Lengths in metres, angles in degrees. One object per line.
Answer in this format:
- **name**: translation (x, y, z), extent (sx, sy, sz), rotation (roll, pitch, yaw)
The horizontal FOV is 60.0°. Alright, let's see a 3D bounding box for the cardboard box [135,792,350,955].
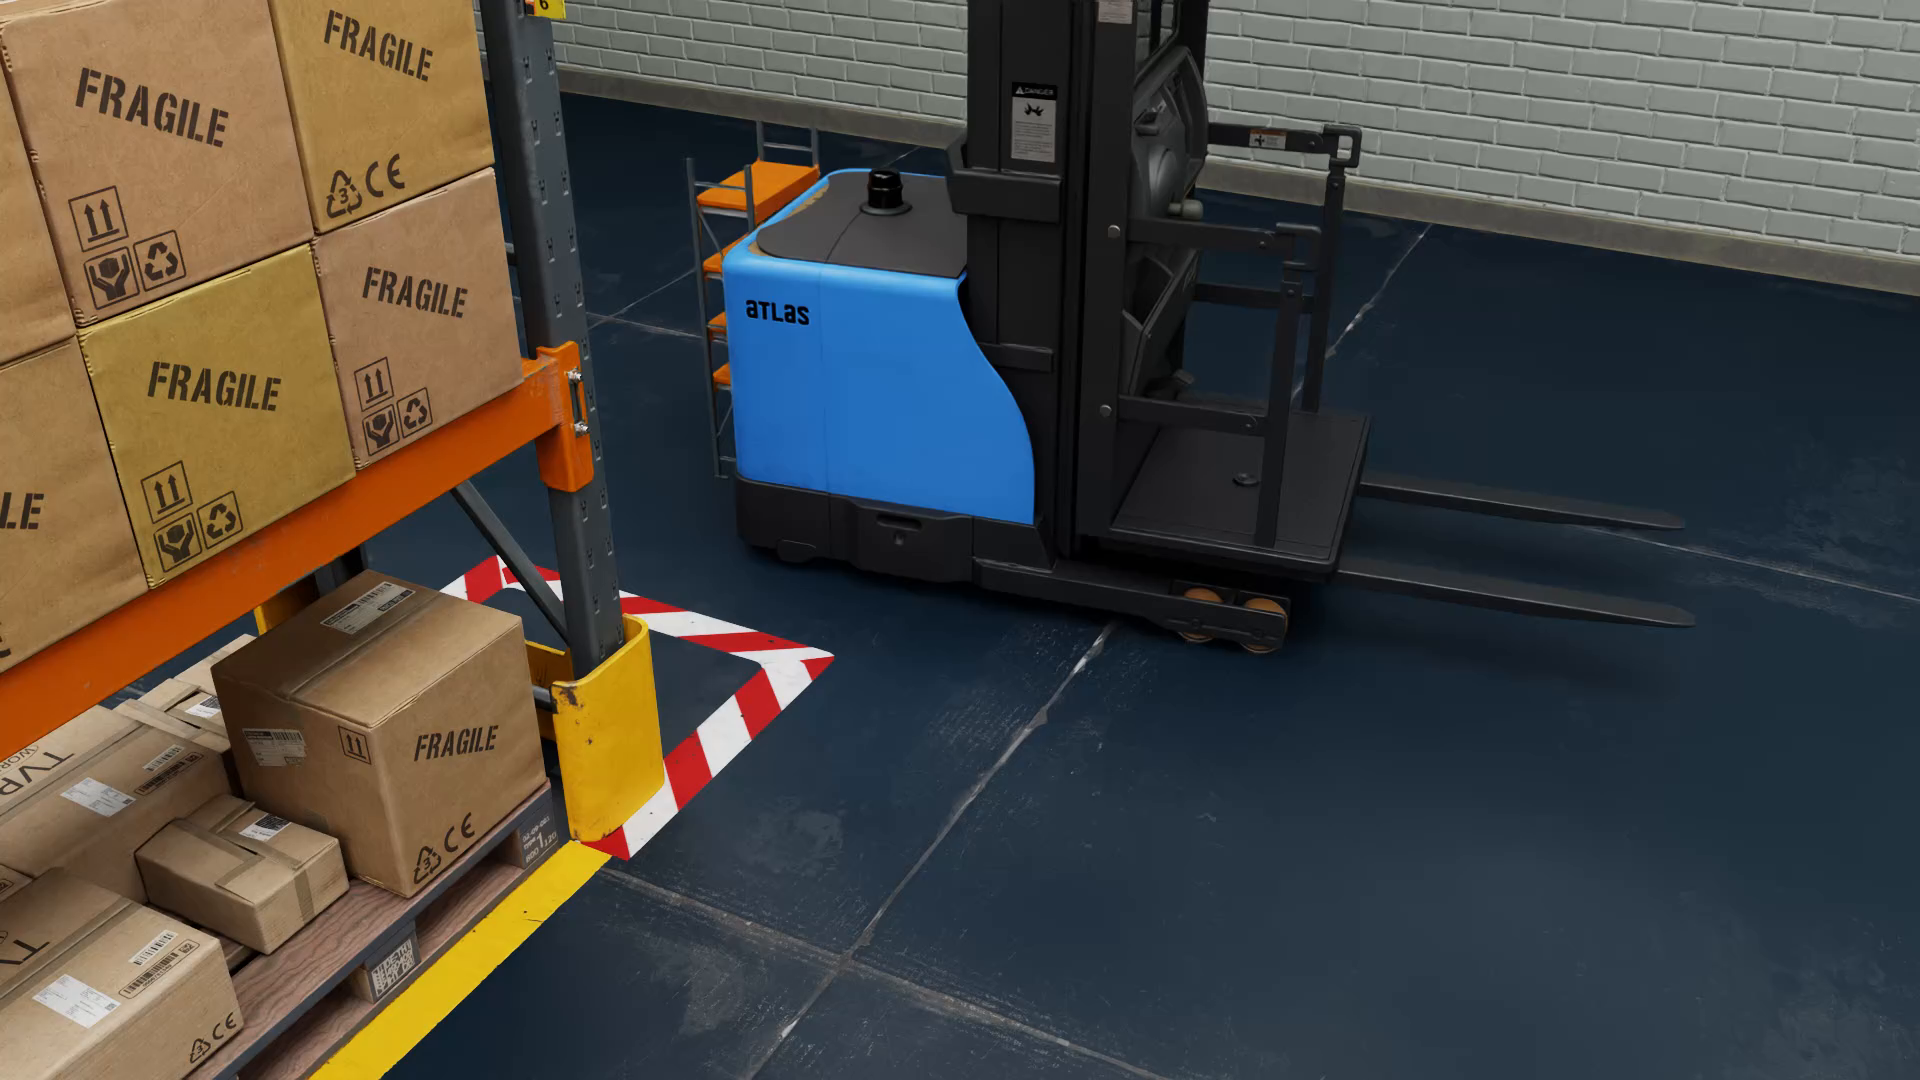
- **cardboard box**: translation (-1.649, 0.756, 3.825), extent (0.380, 0.166, 0.250), rotation (14, 33, 23)

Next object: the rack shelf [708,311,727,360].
- **rack shelf**: translation (-0.704, -0.789, 6.052), extent (0.258, 0.148, 0.480), rotation (11, 32, 20)

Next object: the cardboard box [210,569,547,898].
- **cardboard box**: translation (-1.384, 0.452, 4.019), extent (0.500, 0.500, 0.500), rotation (14, 33, 23)

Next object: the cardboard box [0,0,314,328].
- **cardboard box**: translation (-1.543, -0.731, 2.907), extent (0.500, 0.500, 0.500), rotation (15, 33, 25)

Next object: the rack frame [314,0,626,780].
- **rack frame**: translation (-1.356, -0.738, 4.023), extent (1.000, 3.000, 0.127), rotation (14, 33, 23)

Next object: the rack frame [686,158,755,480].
- **rack frame**: translation (-0.798, -0.735, 5.823), extent (0.240, 1.200, 0.015), rotation (11, 32, 20)

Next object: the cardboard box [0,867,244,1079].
- **cardboard box**: translation (-1.844, 0.975, 3.360), extent (0.500, 0.250, 0.500), rotation (14, 33, 23)

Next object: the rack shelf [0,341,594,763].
- **rack shelf**: translation (-2.267, 0.460, 2.659), extent (1.077, 0.370, 4.000), rotation (14, 33, 23)

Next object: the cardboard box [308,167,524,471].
- **cardboard box**: translation (-1.318, -0.521, 3.545), extent (0.500, 0.500, 0.500), rotation (15, 33, 25)

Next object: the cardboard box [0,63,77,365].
- **cardboard box**: translation (-1.775, -0.500, 2.505), extent (0.500, 0.500, 0.500), rotation (15, 33, 25)

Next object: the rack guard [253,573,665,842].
- **rack guard**: translation (-1.390, 0.379, 4.587), extent (1.175, 0.500, 0.348), rotation (14, 33, 23)

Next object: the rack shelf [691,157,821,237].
- **rack shelf**: translation (-0.708, -1.189, 5.824), extent (0.258, 0.148, 0.480), rotation (11, 32, 20)

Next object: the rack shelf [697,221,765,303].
- **rack shelf**: translation (-0.706, -0.984, 5.941), extent (0.258, 0.148, 0.480), rotation (11, 32, 20)

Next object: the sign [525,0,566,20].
- **sign**: translation (-0.871, -1.243, 3.422), extent (0.100, 0.325, 0.005), rotation (14, 33, 23)

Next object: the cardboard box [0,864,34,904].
- **cardboard box**: translation (-2.312, 0.883, 3.519), extent (0.500, 0.250, 0.500), rotation (14, 33, 23)

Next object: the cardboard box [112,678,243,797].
- **cardboard box**: translation (-1.966, 0.518, 4.239), extent (0.380, 0.166, 0.250), rotation (14, 33, 23)

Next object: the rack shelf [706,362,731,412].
- **rack shelf**: translation (-0.702, -0.617, 6.150), extent (0.258, 0.148, 0.480), rotation (11, 32, 20)

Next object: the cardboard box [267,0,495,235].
- **cardboard box**: translation (-1.314, -0.955, 3.297), extent (0.500, 0.500, 0.500), rotation (14, 33, 23)

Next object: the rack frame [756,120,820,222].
- **rack frame**: translation (-0.612, -0.960, 6.214), extent (0.240, 1.200, 0.015), rotation (11, 32, 20)

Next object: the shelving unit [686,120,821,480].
- **shelving unit**: translation (-0.705, -0.848, 6.018), extent (0.258, 1.200, 0.503), rotation (11, 32, 20)

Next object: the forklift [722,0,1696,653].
- **forklift**: translation (0.818, -1.219, 4.930), extent (3.031, 2.935, 1.130), rotation (9, 31, 16)

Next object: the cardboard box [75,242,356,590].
- **cardboard box**: translation (-1.551, -0.290, 3.143), extent (0.500, 0.500, 0.500), rotation (15, 33, 24)

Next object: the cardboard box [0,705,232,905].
- **cardboard box**: translation (-2.084, 0.662, 3.905), extent (0.500, 0.250, 0.500), rotation (14, 33, 23)

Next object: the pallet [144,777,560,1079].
- **pallet**: translation (-1.753, 0.859, 4.043), extent (1.003, 0.211, 1.213), rotation (14, 33, 23)

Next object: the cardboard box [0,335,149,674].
- **cardboard box**: translation (-1.783, -0.071, 2.760), extent (0.500, 0.500, 0.500), rotation (15, 33, 24)

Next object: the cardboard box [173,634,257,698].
- **cardboard box**: translation (-1.853, 0.415, 4.436), extent (0.380, 0.149, 0.250), rotation (14, 33, 23)
